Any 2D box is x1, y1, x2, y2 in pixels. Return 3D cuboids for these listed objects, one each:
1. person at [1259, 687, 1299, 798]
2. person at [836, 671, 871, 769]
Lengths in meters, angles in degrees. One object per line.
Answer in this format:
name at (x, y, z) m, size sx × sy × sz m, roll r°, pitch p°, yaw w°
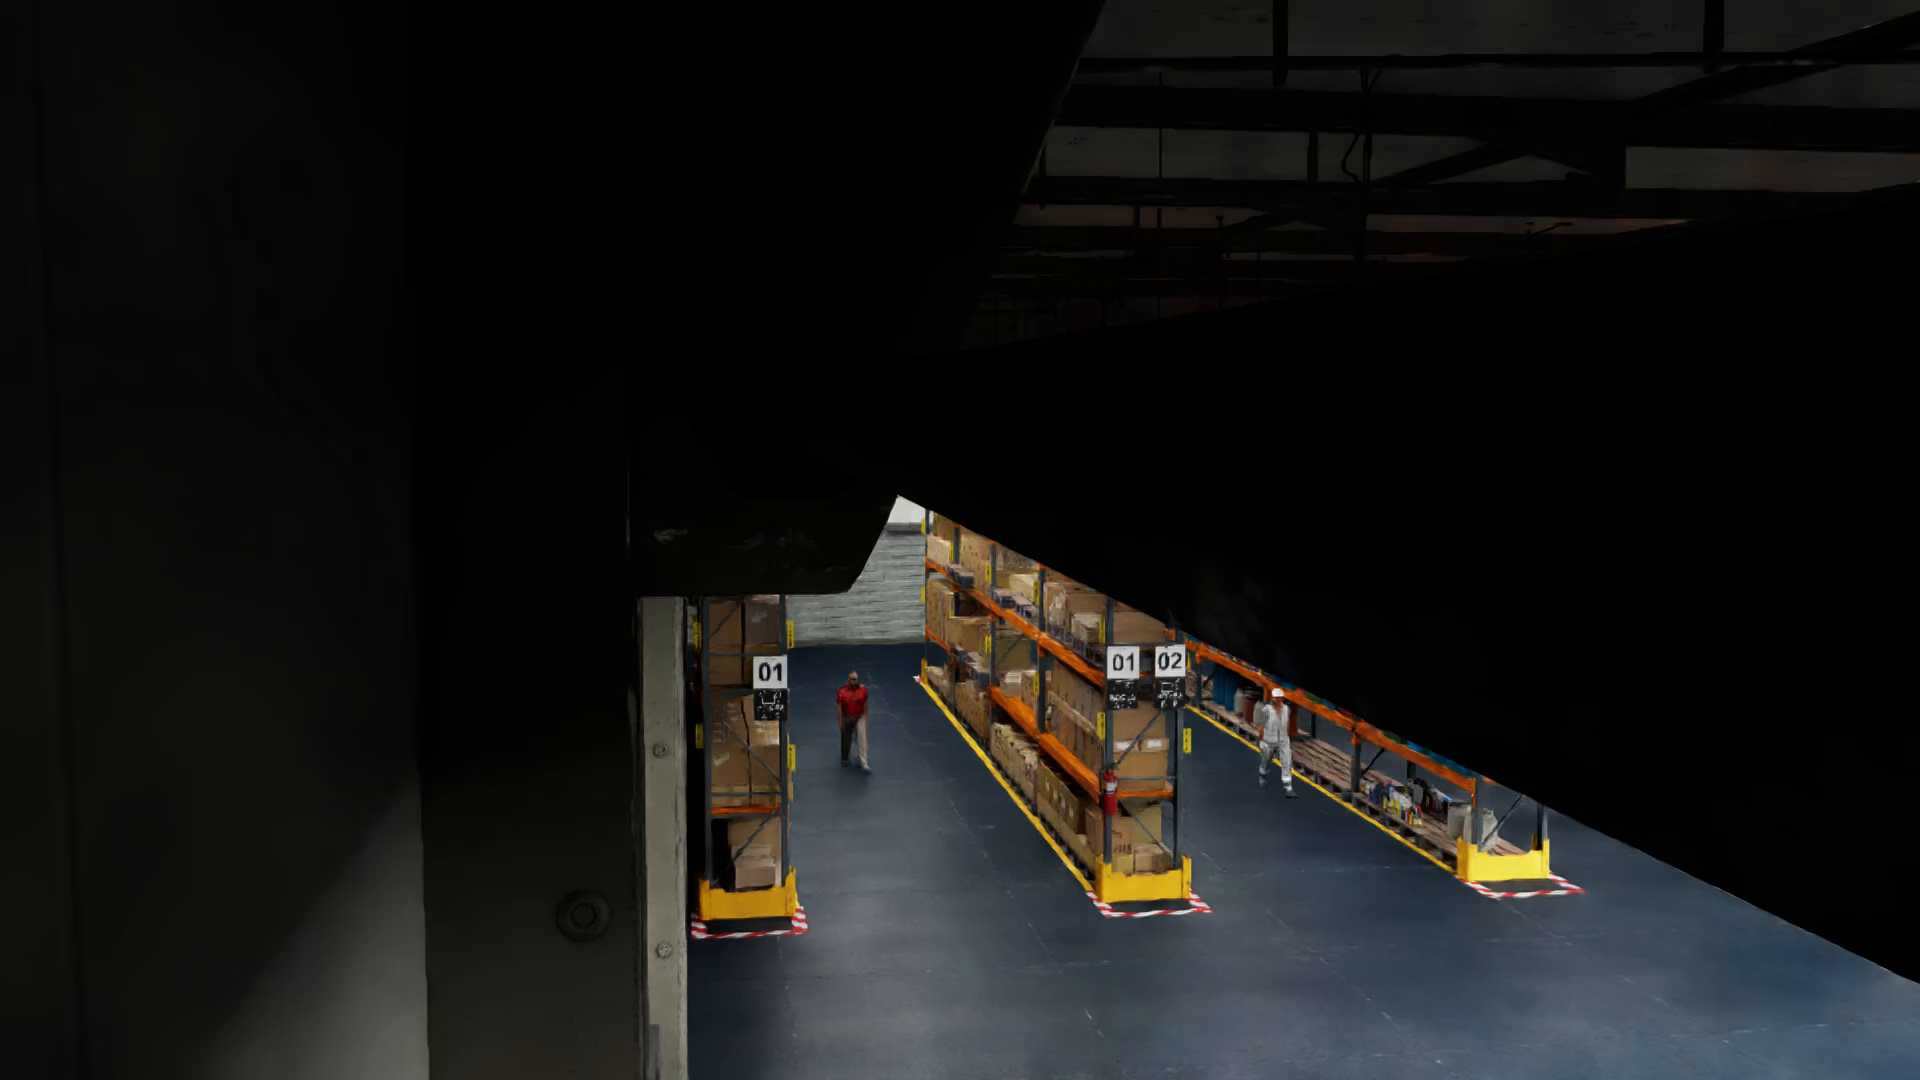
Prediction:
person at (4.982, 3.158, 26.204) m, size 0.553 × 1.709 × 1.123 m, roll -1°, pitch 5°, yaw -7°
person at (-1.817, 3.015, 28.107) m, size 0.547 × 1.641 × 1.115 m, roll -1°, pitch 5°, yaw -11°
